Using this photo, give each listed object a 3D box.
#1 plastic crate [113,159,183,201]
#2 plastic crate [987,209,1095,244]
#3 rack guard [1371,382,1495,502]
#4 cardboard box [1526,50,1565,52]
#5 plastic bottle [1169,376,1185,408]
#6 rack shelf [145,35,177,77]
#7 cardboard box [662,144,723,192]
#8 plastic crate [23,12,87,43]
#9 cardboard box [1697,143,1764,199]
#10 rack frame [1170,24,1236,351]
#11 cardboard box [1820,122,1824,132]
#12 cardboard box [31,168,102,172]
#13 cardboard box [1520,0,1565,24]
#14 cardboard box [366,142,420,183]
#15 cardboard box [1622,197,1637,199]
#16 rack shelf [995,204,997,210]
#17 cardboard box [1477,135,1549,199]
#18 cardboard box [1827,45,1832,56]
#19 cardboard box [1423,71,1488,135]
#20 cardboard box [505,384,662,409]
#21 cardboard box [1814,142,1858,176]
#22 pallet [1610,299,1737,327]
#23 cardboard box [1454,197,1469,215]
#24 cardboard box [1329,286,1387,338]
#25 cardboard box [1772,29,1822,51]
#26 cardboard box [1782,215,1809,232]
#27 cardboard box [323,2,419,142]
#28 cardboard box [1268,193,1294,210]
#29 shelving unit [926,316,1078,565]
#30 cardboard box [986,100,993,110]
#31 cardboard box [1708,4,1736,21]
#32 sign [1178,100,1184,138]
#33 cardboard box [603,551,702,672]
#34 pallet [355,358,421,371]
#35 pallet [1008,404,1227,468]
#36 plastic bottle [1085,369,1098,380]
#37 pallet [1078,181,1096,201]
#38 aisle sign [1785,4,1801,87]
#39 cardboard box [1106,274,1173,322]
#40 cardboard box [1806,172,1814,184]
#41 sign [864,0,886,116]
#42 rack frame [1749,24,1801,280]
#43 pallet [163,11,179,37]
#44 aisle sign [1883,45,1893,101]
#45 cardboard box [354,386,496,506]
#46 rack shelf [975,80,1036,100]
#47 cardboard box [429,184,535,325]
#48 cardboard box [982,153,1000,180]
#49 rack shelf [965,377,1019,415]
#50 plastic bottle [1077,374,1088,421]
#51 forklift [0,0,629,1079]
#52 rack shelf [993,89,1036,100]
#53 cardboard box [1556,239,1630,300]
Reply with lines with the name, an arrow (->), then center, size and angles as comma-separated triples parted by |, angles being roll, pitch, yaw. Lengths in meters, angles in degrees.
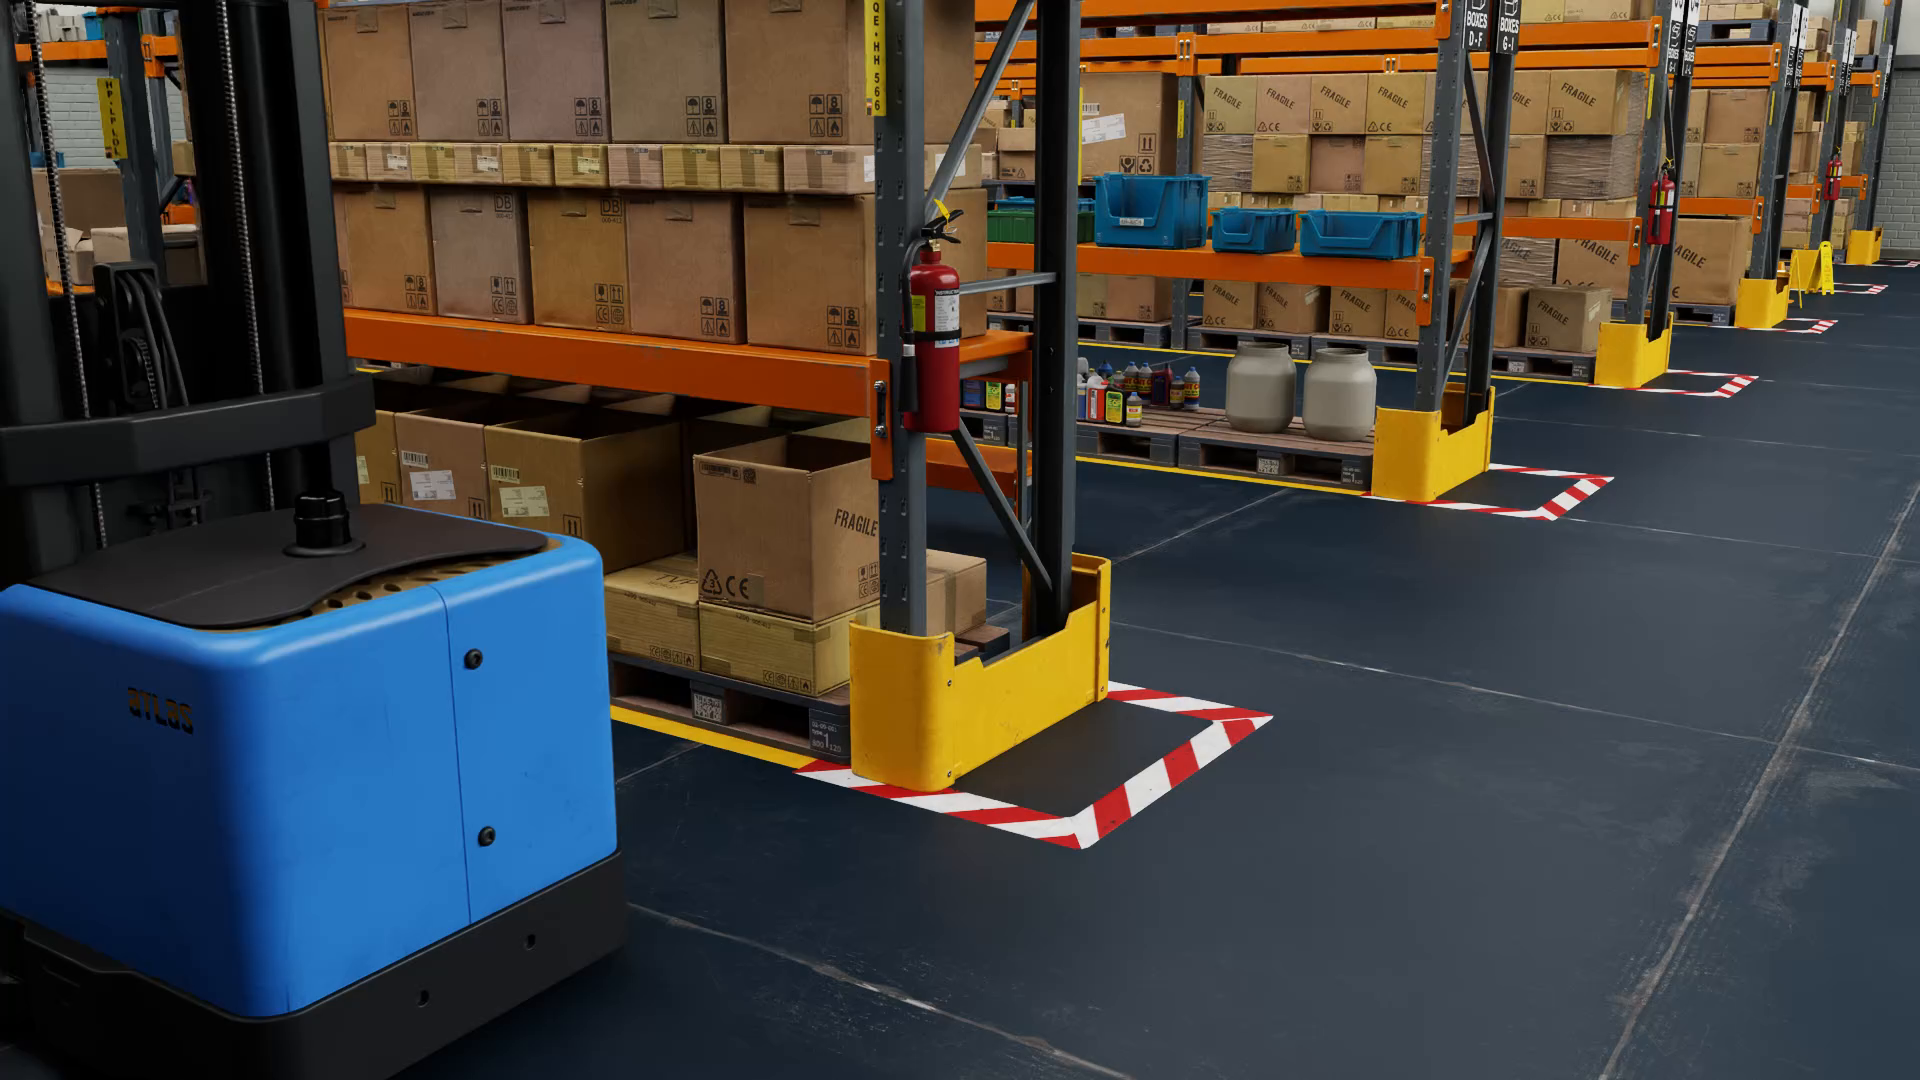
plastic crate -> -7.693, -3.421, 15.810 | 0.575, 0.384, 0.392 | 9, 17, 33
plastic crate -> 0.492, -1.991, 10.566 | 0.662, 0.188, 0.450 | 9, 17, 33
rack guard -> 2.753, -0.584, 9.640 | 0.348, 0.500, 1.175 | 9, 17, 33
cardboard box -> 8.031, -6.710, 22.638 | 0.500, 0.250, 0.500 | 9, 16, 32
plastic bottle -> 1.426, -0.970, 10.909 | 0.097, 0.201, 0.097 | 0, 14, 0
rack shelf -> -5.455, -4.244, 14.480 | 4.000, 0.370, 1.077 | 9, 17, 33
cardboard box -> -0.779, -1.255, 5.591 | 0.250, 0.149, 0.380 | 9, 16, 32
plastic crate -> -8.767, -4.982, 16.209 | 0.530, 0.282, 0.437 | 9, 17, 33
cardboard box -> 8.125, -3.873, 17.413 | 0.550, 0.550, 0.875 | 9, 17, 33
rack frame -> 2.287, -3.320, 15.493 | 0.127, 3.000, 1.000 | 9, 17, 33
cardboard box -> 13.268, -6.290, 25.315 | 0.250, 0.149, 0.380 | 9, 17, 33
cardboard box -> -4.725, -1.638, 8.490 | 0.500, 0.500, 0.500 | 9, 17, 33
cardboard box -> 4.649, -4.247, 13.308 | 0.500, 0.250, 0.500 | 9, 17, 33
cardboard box -> -2.058, -1.462, 6.429 | 0.250, 0.149, 0.380 | 9, 16, 31
cardboard box -> 5.503, -2.747, 13.702 | 0.250, 0.149, 0.380 | 9, 17, 33
rack shelf -> 0.628, -3.239, 16.663 | 4.000, 0.370, 1.077 | 9, 17, 33
cardboard box -> 4.684, -3.099, 13.772 | 0.500, 0.500, 0.875 | 9, 17, 33
cardboard box -> 13.048, -7.387, 25.120 | 0.250, 0.149, 0.380 | 9, 16, 31
cardboard box -> 4.181, -3.620, 13.796 | 0.500, 0.500, 0.500 | 9, 17, 33
cardboard box -> -1.489, -0.360, 6.823 | 0.500, 0.500, 0.500 | 9, 17, 33
cardboard box -> 13.350, -5.812, 25.351 | 0.500, 0.500, 0.500 | 9, 16, 32
pallet -> 7.751, -2.497, 17.971 | 1.213, 0.211, 1.003 | 9, 17, 33
cardboard box -> 4.209, -2.823, 14.008 | 0.250, 0.149, 0.380 | 9, 17, 33
cardboard box -> 3.636, -2.106, 14.917 | 0.500, 0.500, 0.500 | 8, 16, 28
cardboard box -> 10.562, -6.302, 20.990 | 0.500, 0.250, 0.500 | 9, 16, 32
cardboard box -> 12.916, -4.934, 25.820 | 0.500, 0.250, 0.500 | 9, 17, 32
cardboard box -> -2.037, -1.831, 6.568 | 0.500, 0.500, 0.700 | 9, 17, 33
cardboard box -> 2.934, -3.014, 14.777 | 0.250, 0.149, 0.380 | 9, 17, 33
shelving unit -> -0.006, -0.547, 8.192 | 1.048, 1.125, 0.538 | 9, 17, 33
cardboard box -> 0.589, -7.253, 27.740 | 0.250, 0.149, 0.380 | 10, 17, 34
cardboard box -> 7.785, -5.357, 16.918 | 0.250, 0.149, 0.380 | 9, 17, 33
sign -> 1.981, -3.771, 14.905 | 0.005, 0.325, 0.100 | 9, 17, 33
cardboard box -> -0.957, 0.244, 5.942 | 0.500, 0.250, 0.500 | 9, 17, 33
pallet -> -4.473, -1.613, 14.399 | 1.213, 0.211, 1.003 | 9, 17, 33
pallet -> 1.074, -0.717, 10.781 | 1.213, 0.211, 1.003 | 9, 17, 33
plastic bottle -> 0.892, -1.057, 11.258 | 0.097, 0.201, 0.097 | 0, 14, 0
pallet -> 1.734, -3.358, 16.047 | 1.213, 0.211, 1.003 | 9, 17, 33
aisle sign -> 8.350, -4.952, 16.674 | 0.004, 0.787, 0.394 | 9, 17, 33
cardboard box -> 1.790, -2.407, 16.090 | 0.500, 0.500, 0.700 | 8, 16, 29
cardboard box -> 10.971, -4.724, 21.689 | 0.250, 0.149, 0.380 | 9, 17, 33
sign -> -0.240, -1.380, 4.752 | 0.005, 0.325, 0.100 | 9, 17, 33
rack frame -> 8.459, -3.759, 17.266 | 0.127, 3.000, 1.000 | 9, 17, 33
pallet -> -6.410, -4.684, 15.154 | 1.003, 0.211, 1.213 | 9, 17, 33
aisle sign -> 13.795, -6.944, 24.723 | 0.004, 0.787, 0.394 | 9, 17, 33
cardboard box -> -2.204, -0.320, 6.660 | 0.500, 0.500, 0.500 | 9, 17, 33
rack shelf -> -0.479, -7.744, 28.618 | 4.000, 0.370, 1.077 | 9, 17, 33
cardboard box -> -1.592, -1.130, 6.436 | 0.500, 0.500, 0.700 | 10, 17, 34
cardboard box -> 0.231, -3.717, 16.534 | 0.500, 0.250, 0.500 | 9, 16, 31
rack shelf -> -0.006, -0.831, 8.121 | 1.000, 0.278, 0.538 | 9, 17, 33
plastic bottle -> 0.765, -0.904, 10.486 | 0.135, 0.276, 0.152 | 9, 16, 31
forklift -> -2.328, -0.476, 4.147 | 3.031, 2.935, 1.130 | 9, 16, 32
rack shelf -> 2.288, -8.734, 32.618 | 4.000, 0.370, 1.077 | 9, 17, 33
cardboard box -> 7.128, -3.127, 18.260 | 0.875, 0.875, 0.875 | 9, 16, 32
